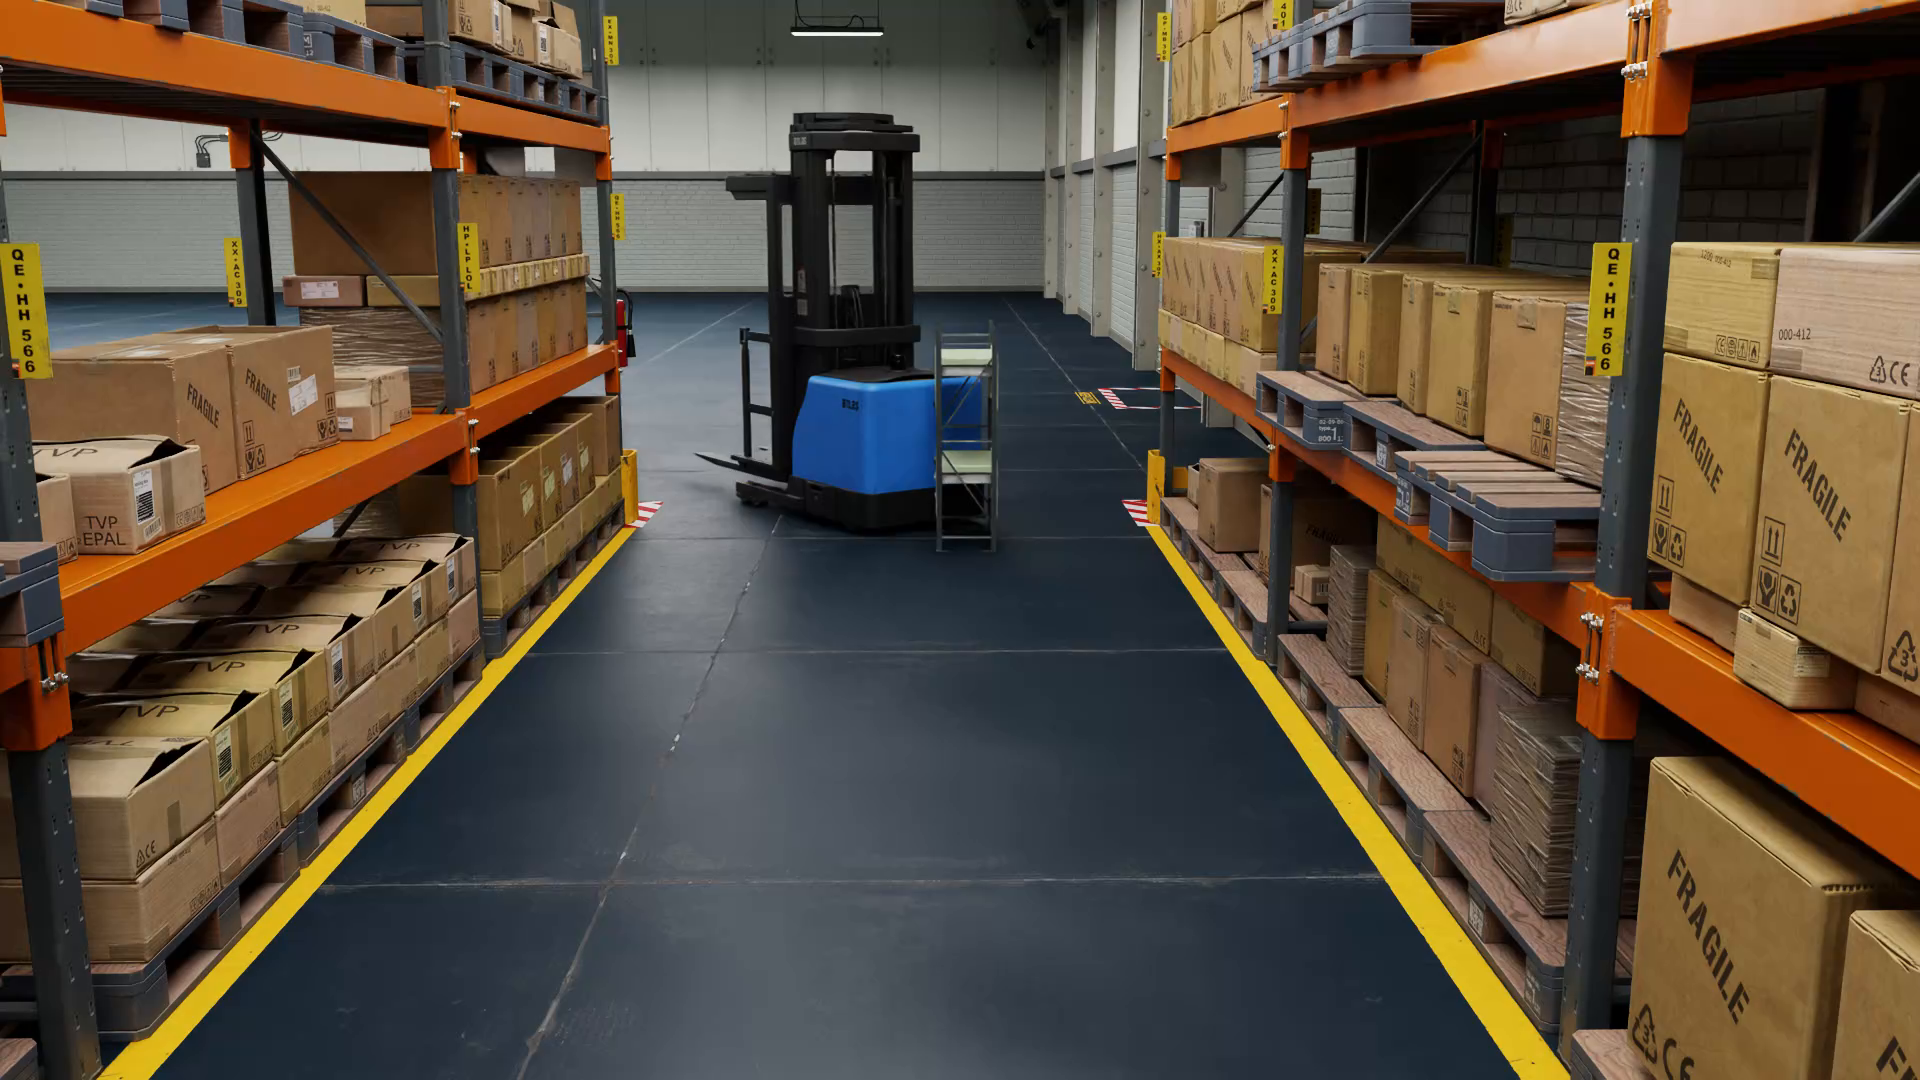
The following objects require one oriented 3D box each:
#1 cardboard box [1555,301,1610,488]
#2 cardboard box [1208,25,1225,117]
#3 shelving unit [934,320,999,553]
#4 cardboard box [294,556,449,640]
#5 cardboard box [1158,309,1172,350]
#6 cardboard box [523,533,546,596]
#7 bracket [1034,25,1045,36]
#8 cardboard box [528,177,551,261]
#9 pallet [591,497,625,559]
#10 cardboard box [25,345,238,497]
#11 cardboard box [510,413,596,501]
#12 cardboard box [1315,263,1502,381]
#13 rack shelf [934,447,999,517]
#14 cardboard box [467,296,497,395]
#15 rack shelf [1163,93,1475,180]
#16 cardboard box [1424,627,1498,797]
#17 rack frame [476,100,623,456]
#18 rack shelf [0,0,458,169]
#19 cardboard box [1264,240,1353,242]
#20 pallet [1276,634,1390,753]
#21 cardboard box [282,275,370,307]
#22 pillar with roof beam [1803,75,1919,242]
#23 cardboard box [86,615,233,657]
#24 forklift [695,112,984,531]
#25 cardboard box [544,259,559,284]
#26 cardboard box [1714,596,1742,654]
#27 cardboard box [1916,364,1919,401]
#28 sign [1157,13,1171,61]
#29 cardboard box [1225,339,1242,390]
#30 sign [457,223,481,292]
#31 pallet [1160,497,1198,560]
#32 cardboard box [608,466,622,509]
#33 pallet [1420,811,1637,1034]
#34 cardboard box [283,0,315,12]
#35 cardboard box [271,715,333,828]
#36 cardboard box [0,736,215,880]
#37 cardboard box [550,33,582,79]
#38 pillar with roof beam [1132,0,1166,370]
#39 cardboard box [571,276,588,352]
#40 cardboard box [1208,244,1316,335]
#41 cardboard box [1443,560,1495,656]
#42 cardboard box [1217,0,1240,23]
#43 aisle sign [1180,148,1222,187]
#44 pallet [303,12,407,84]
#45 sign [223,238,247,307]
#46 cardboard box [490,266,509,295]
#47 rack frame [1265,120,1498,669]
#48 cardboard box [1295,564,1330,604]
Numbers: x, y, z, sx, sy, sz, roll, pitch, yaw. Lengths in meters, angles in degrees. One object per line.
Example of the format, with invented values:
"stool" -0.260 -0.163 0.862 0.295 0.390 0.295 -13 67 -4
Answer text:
"cardboard box" 2.122 -0.400 4.630 0.700 0.500 0.500 -2 12 -8
"cardboard box" 1.756 -2.777 9.859 0.500 0.500 0.500 0 11 2
"shelving unit" 0.038 -0.725 11.360 0.431 1.500 0.755 0 11 -1
"cardboard box" -2.581 0.233 7.314 0.500 0.311 0.500 0 11 0
"cardboard box" 1.669 -1.471 11.590 0.500 0.250 0.500 -1 11 -3
"cardboard box" -2.605 0.133 9.221 0.500 0.250 0.500 0 11 -1
"bracket" 1.889 -12.081 39.420 0.235 0.232 0.430 0 11 -1
"cardboard box" -2.951 -1.988 10.300 0.700 0.500 0.500 0 11 -1
"pallet" -2.918 -0.093 11.487 1.003 0.211 1.213 0 11 -1
"cardboard box" -2.862 -0.404 5.753 0.500 0.500 0.500 -1 11 -4
"cardboard box" -2.632 -0.533 10.616 0.500 0.500 0.500 0 11 -1
"cardboard box" 2.036 -1.001 7.590 0.700 0.500 0.500 0 11 -1
"rack shelf" 0.038 -0.405 11.425 0.431 0.370 0.720 0 11 -1
"cardboard box" -2.926 -1.058 8.980 0.700 0.500 0.500 0 11 -2
"rack shelf" 2.018 -2.352 9.876 1.077 0.370 4.000 0 11 -1
"cardboard box" 2.142 0.623 6.126 0.700 0.500 0.500 0 11 -1
"rack frame" -2.976 -1.611 11.958 1.000 3.000 0.127 0 11 -1
"rack shelf" -2.852 -1.536 5.852 1.077 0.370 4.000 0 11 -1
"cardboard box" 2.214 -1.641 10.543 0.500 0.500 0.500 -1 11 -3
"pallet" 2.077 0.684 7.657 1.003 0.211 1.213 0 11 -1
"cardboard box" -3.113 -1.236 8.226 0.380 0.149 0.250 0 11 -1
"pillar with roof beam" -1.324 -3.227 4.831 9.100 9.000 0.400 0 11 -1
"cardboard box" -3.101 0.439 6.298 0.500 0.311 0.500 0 11 0
"forklift" -1.093 -1.745 12.788 1.130 2.935 3.031 -8 14 -35
"cardboard box" -2.757 -1.698 10.502 0.380 0.149 0.250 0 11 1
"cardboard box" 1.913 0.188 3.672 0.380 0.149 0.250 0 11 0
"cardboard box" 1.919 -0.317 2.641 0.500 0.250 0.500 0 11 -1
"sign" 1.434 -3.529 11.666 0.100 0.325 0.005 0 11 -1
"cardboard box" 1.744 -0.966 9.102 0.500 0.250 0.500 0 11 -1
"sign" -2.351 -1.349 7.952 0.100 0.325 0.005 0 11 -1
"pallet" 1.959 -0.089 11.468 1.003 0.211 1.213 0 11 -1
"cardboard box" -2.670 -0.364 11.670 0.500 0.250 0.500 0 11 -1
"pallet" 2.127 1.169 5.266 1.003 0.211 1.213 0 11 -1
"cardboard box" -2.876 -2.187 6.572 0.500 0.250 0.500 -1 12 -7
"cardboard box" -2.556 0.812 5.872 0.500 0.250 0.500 -1 11 -3
"cardboard box" -2.528 0.740 4.814 0.500 0.311 0.500 0 11 1
"cardboard box" -2.689 -3.055 10.496 0.500 0.250 0.500 0 11 -1
"pillar with roof beam" -1.696 -6.805 22.468 9.100 9.000 0.400 0 11 -1
"cardboard box" -2.979 -1.568 11.490 0.700 0.500 0.500 0 11 -1
"cardboard box" 1.724 -1.433 9.521 0.500 0.500 0.500 -1 11 -3
"cardboard box" 2.110 0.241 6.122 0.500 0.250 0.500 0 11 -1
"cardboard box" 1.735 -3.167 9.267 0.500 0.500 0.500 -1 11 -3
"aisle sign" 1.675 -2.920 11.868 0.394 0.787 0.004 0 11 -1
"pallet" -2.862 -2.017 6.895 0.805 0.209 1.217 -1 11 -3
"sign" -3.448 -1.277 7.932 0.100 0.325 0.005 0 11 -1
"cardboard box" -2.728 -1.441 9.232 0.380 0.149 0.250 -1 11 -3
"rack frame" 2.059 -0.837 8.143 1.000 3.000 0.127 0 11 -1
"cardboard box" 2.018 0.229 8.904 0.380 0.166 0.250 -2 12 -9
